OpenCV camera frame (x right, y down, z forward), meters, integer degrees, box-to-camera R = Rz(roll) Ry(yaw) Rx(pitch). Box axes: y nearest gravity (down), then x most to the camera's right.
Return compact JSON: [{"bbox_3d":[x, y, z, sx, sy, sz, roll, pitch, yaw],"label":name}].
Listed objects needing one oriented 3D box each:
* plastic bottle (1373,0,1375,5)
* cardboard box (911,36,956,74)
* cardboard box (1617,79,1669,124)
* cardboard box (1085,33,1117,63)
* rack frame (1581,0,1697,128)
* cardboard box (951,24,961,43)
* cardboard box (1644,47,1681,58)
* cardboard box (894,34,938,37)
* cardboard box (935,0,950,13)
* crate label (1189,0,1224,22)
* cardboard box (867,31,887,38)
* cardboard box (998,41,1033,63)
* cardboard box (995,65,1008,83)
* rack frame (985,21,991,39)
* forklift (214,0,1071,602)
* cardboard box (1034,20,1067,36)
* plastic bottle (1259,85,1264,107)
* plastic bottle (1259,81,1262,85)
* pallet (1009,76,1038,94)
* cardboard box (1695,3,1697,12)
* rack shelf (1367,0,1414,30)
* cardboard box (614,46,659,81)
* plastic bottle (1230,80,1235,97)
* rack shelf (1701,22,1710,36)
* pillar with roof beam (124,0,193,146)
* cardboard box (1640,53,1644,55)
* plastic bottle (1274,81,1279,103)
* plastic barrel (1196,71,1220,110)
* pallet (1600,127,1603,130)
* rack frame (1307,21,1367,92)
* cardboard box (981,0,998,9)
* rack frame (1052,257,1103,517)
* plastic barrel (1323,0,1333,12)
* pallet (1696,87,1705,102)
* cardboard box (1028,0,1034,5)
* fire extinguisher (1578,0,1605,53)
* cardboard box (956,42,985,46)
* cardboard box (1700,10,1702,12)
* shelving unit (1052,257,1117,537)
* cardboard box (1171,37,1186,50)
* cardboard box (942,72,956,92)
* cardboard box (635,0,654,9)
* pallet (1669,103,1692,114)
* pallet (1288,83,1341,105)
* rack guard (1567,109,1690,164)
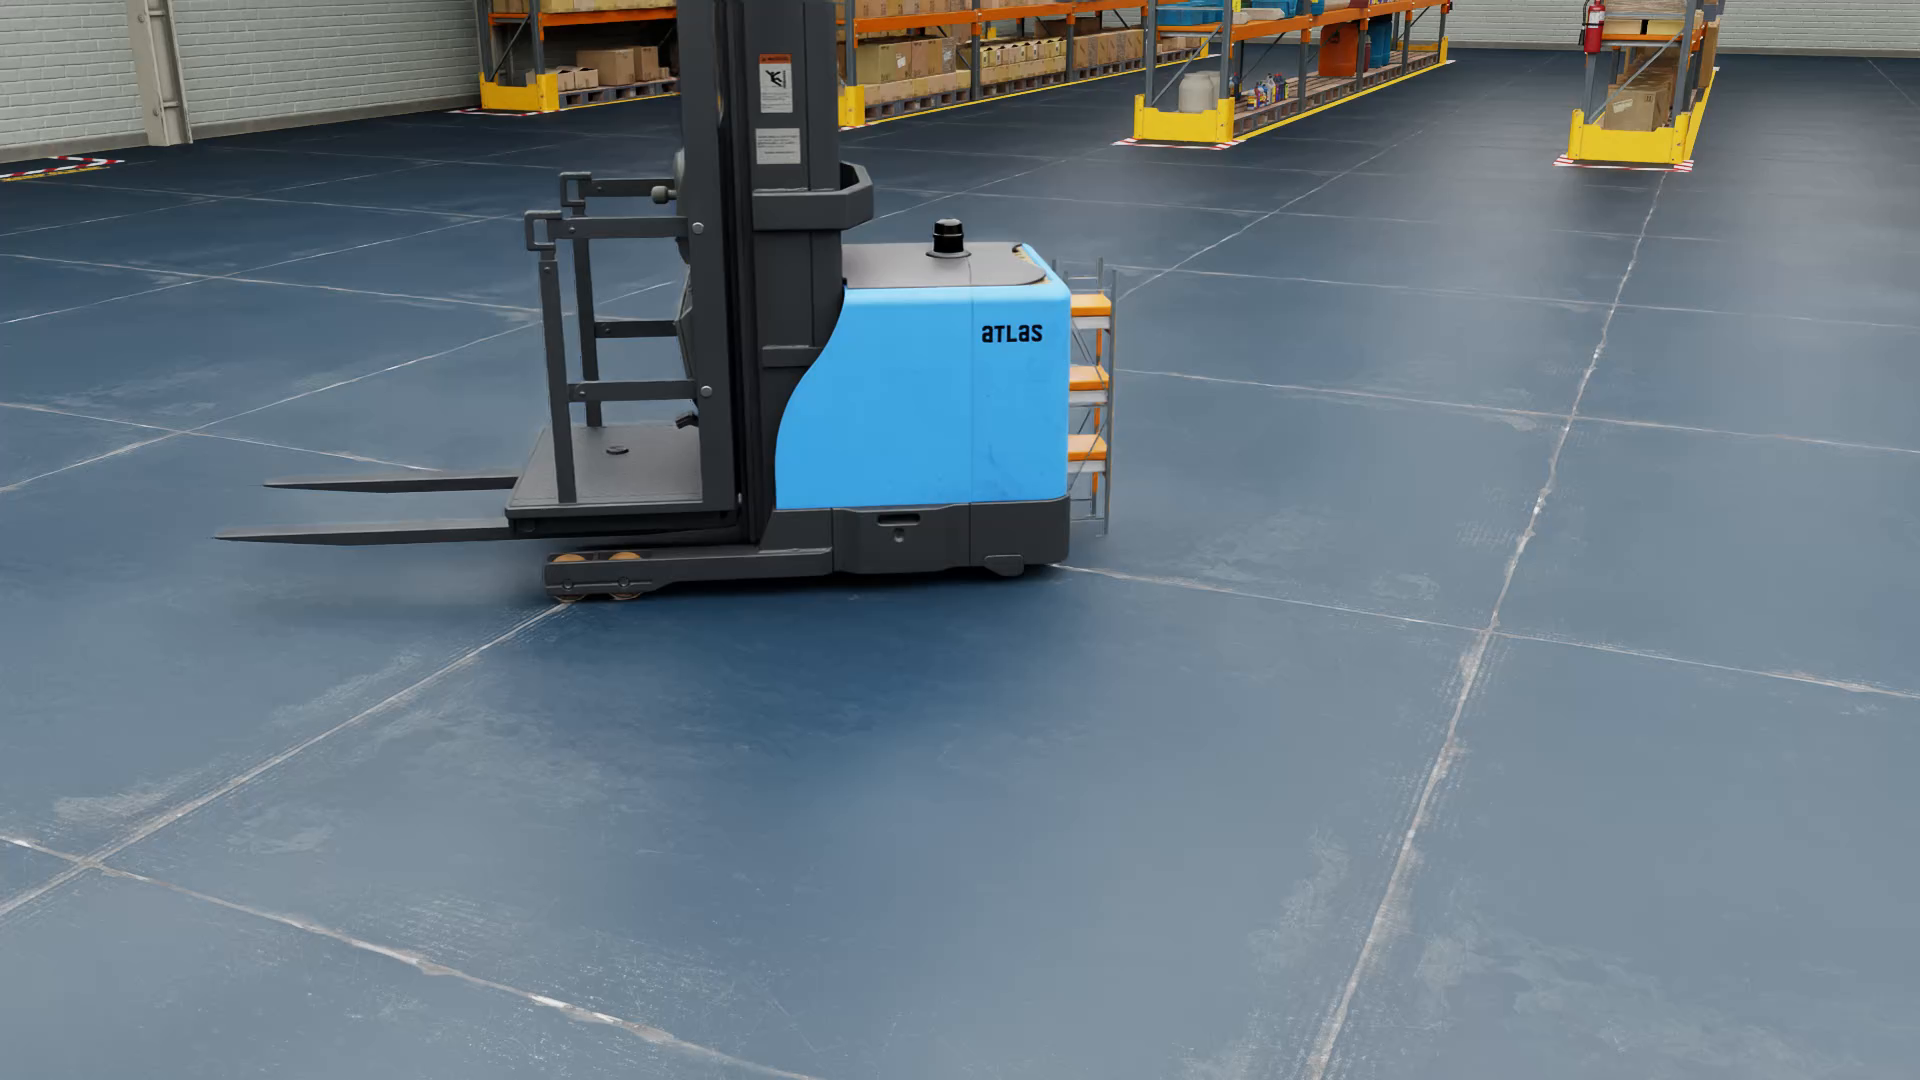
[{"bbox_3d":[6.734,-8.873,27.117,0.061,0.283,0.133,9,21,23],"label":"plastic bottle"},{"bbox_3d":[-0.386,-7.055,24.188,0.500,0.500,0.500,9,21,23],"label":"cardboard box"},{"bbox_3d":[7.976,-5.124,19.504,0.500,0.500,0.500,11,22,28],"label":"cardboard box"},{"bbox_3d":[2.533,-8.948,30.228,0.500,0.500,0.500,8,21,21],"label":"cardboard box"},{"bbox_3d":[7.218,-5.539,17.568,1.000,3.000,0.127,9,21,23],"label":"rack frame"},{"bbox_3d":[-0.392,-10.955,35.900,0.700,0.500,0.500,8,21,21],"label":"cardboard box"},{"bbox_3d":[10.039,-6.995,23.616,0.500,0.250,0.500,11,22,29],"label":"cardboard box"},{"bbox_3d":[-0.655,-7.279,24.818,0.500,0.500,0.500,9,21,23],"label":"cardboard box"},{"bbox_3d":[-0.566,-7.871,23.975,0.700,0.500,0.500,8,21,22],"label":"cardboard box"},{"bbox_3d":[3.207,-6.835,21.159,0.502,0.435,0.616,9,21,23],"label":"crate label"},{"bbox_3d":[-1.934,-9.943,32.532,0.750,0.750,0.750,9,22,24],"label":"cardboard box"},{"bbox_3d":[0.845,-7.851,26.709,0.500,0.311,0.500,9,22,24],"label":"cardboard box"},{"bbox_3d":[0.422,-7.270,25.911,0.500,0.250,0.500,9,22,24],"label":"cardboard box"},{"bbox_3d":[0.213,-12.469,37.054,1.000,3.000,0.127,9,21,23],"label":"rack frame"},{"bbox_3d":[-1.152,-1.348,5.886,3.031,2.935,1.130,-2,20,-6],"label":"forklift"},{"bbox_3d":[1.646,-9.064,29.433,0.500,0.250,0.500,9,22,25],"label":"cardboard box"},{"bbox_3d":[3.908,-5.787,21.681,0.097,0.271,0.097,0,20,0],"label":"plastic bottle"},{"bbox_3d":[4.022,-5.981,22.208,0.061,0.283,0.133,9,21,23],"label":"plastic bottle"},{"bbox_3d":[0.584,-7.413,26.999,1.003,0.211,1.213,9,21,23],"label":"pallet"},{"bbox_3d":[8.266,-6.505,19.691,0.875,0.500,0.500,9,21,23],"label":"cardboard box"},{"bbox_3d":[6.795,-8.937,28.195,1.077,0.370,4.000,9,21,23],"label":"rack shelf"},{"bbox_3d":[-5.089,-7.508,26.177,0.500,0.500,0.500,7,21,19],"label":"cardboard box"},{"bbox_3d":[3.679,-6.113,22.595,0.097,0.271,0.097,0,20,0],"label":"plastic bottle"},{"bbox_3d":[9.675,-7.034,22.846,1.077,0.370,4.000,9,21,23],"label":"rack shelf"},{"bbox_3d":[-5.371,-8.312,16.413,9.100,9.000,0.400,9,21,23],"label":"pillar with roof beam"},{"bbox_3d":[10.238,-6.807,24.206,0.700,0.500,0.500,7,21,20],"label":"cardboard box"},{"bbox_3d":[4.229,-6.018,22.312,0.061,0.283,0.133,10,22,26],"label":"plastic bottle"},{"bbox_3d":[3.105,-5.609,20.851,0.421,0.512,0.421,0,20,0],"label":"plastic barrel"},{"bbox_3d":[7.614,-4.492,18.785,1.003,0.211,1.213,9,21,23],"label":"pallet"},{"bbox_3d":[5.976,-8.664,26.355,1.000,3.000,0.127,9,21,23],"label":"rack frame"},{"bbox_3d":[0.369,-8.247,25.556,0.380,0.149,0.250,9,21,23],"label":"cardboard box"},{"bbox_3d":[0.451,-0.585,6.547,0.200,1.050,0.008,-2,20,-7],"label":"rack frame"},{"bbox_3d":[5.230,-7.992,24.262,0.433,0.535,0.433,0,20,0],"label":"plastic barrel"},{"bbox_3d":[10.886,-6.902,25.560,1.003,0.211,1.213,9,21,23],"label":"pallet"},{"bbox_3d":[0.987,-8.829,27.194,0.380,0.149,0.250,10,22,27],"label":"cardboard box"},{"bbox_3d":[6.751,-5.531,17.660,0.296,0.674,0.183,9,21,23],"label":"fire extinguisher"},{"bbox_3d":[0.138,-7.764,26.464,0.500,0.311,0.500,8,21,23],"label":"cardboard box"},{"bbox_3d":[9.036,-6.537,20.750,0.380,0.149,0.250,9,21,23],"label":"cardboard box"},{"bbox_3d":[0.466,-0.545,6.433,0.215,1.050,0.252,-2,20,-7],"label":"shelving unit"},{"bbox_3d":[4.320,-10.216,34.166,0.500,0.250,0.500,9,21,23],"label":"cardboard box"},{"bbox_3d":[-0.384,-6.701,24.313,0.500,0.250,0.500,9,21,23],"label":"cardboard box"},{"bbox_3d":[-5.022,-8.246,25.373,0.500,0.250,0.500,8,21,22],"label":"cardboard box"},{"bbox_3d":[9.174,-5.686,22.143,1.003,0.211,1.213,9,21,23],"label":"pallet"},{"bbox_3d":[5.122,-6.747,25.126,1.003,0.211,1.213,9,21,23],"label":"pallet"},{"bbox_3d":[7.249,-4.385,18.052,1.175,0.500,0.348,9,21,23],"label":"rack guard"}]
